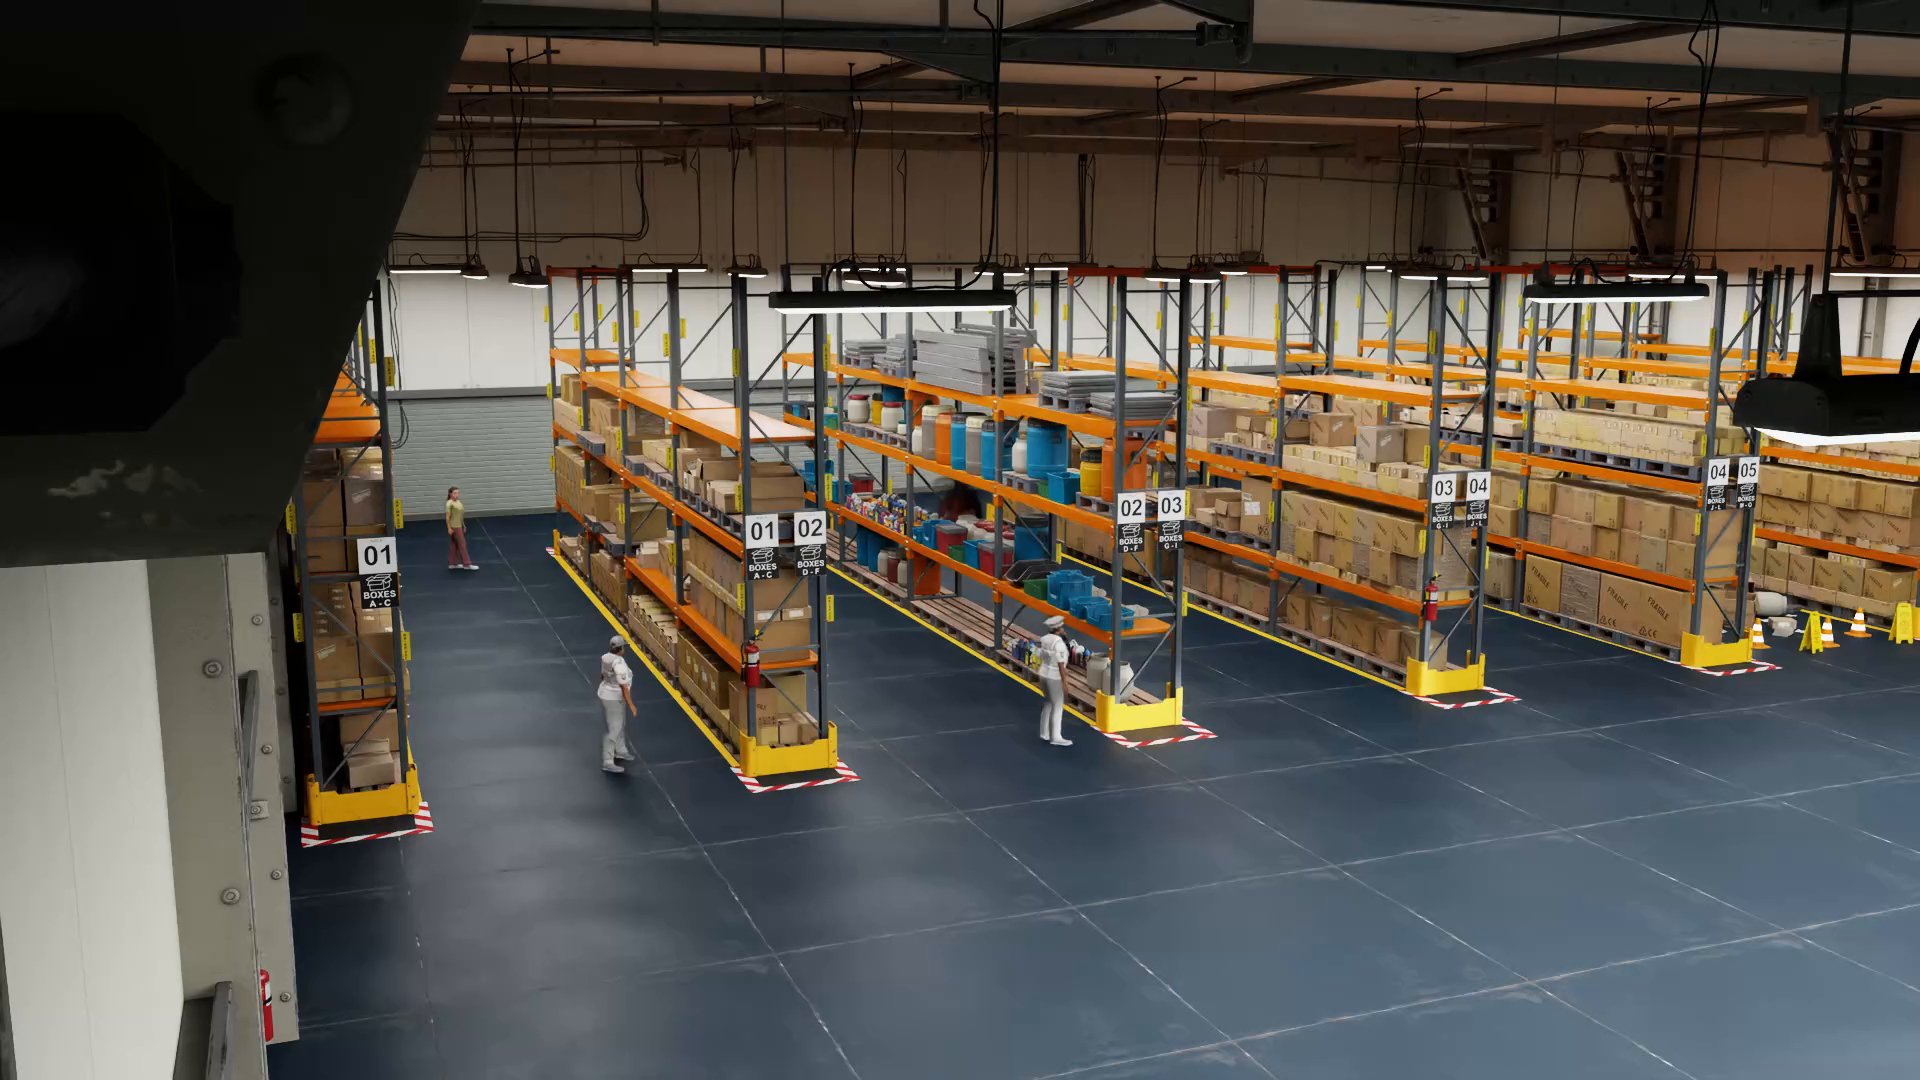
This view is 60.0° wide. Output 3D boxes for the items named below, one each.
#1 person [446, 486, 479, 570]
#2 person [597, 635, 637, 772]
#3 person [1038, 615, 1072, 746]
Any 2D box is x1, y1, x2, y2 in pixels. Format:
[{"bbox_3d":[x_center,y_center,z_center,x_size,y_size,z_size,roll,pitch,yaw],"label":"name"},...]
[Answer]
[{"bbox_3d":[-9.957,-0.250,33.242,0.611,1.671,0.446,-2,10,-11],"label":"person"},{"bbox_3d":[-4.231,1.999,20.503,0.530,1.699,0.657,-4,11,-22],"label":"person"},{"bbox_3d":[1.216,1.847,21.491,0.357,1.758,0.543,-5,11,-28],"label":"person"}]
